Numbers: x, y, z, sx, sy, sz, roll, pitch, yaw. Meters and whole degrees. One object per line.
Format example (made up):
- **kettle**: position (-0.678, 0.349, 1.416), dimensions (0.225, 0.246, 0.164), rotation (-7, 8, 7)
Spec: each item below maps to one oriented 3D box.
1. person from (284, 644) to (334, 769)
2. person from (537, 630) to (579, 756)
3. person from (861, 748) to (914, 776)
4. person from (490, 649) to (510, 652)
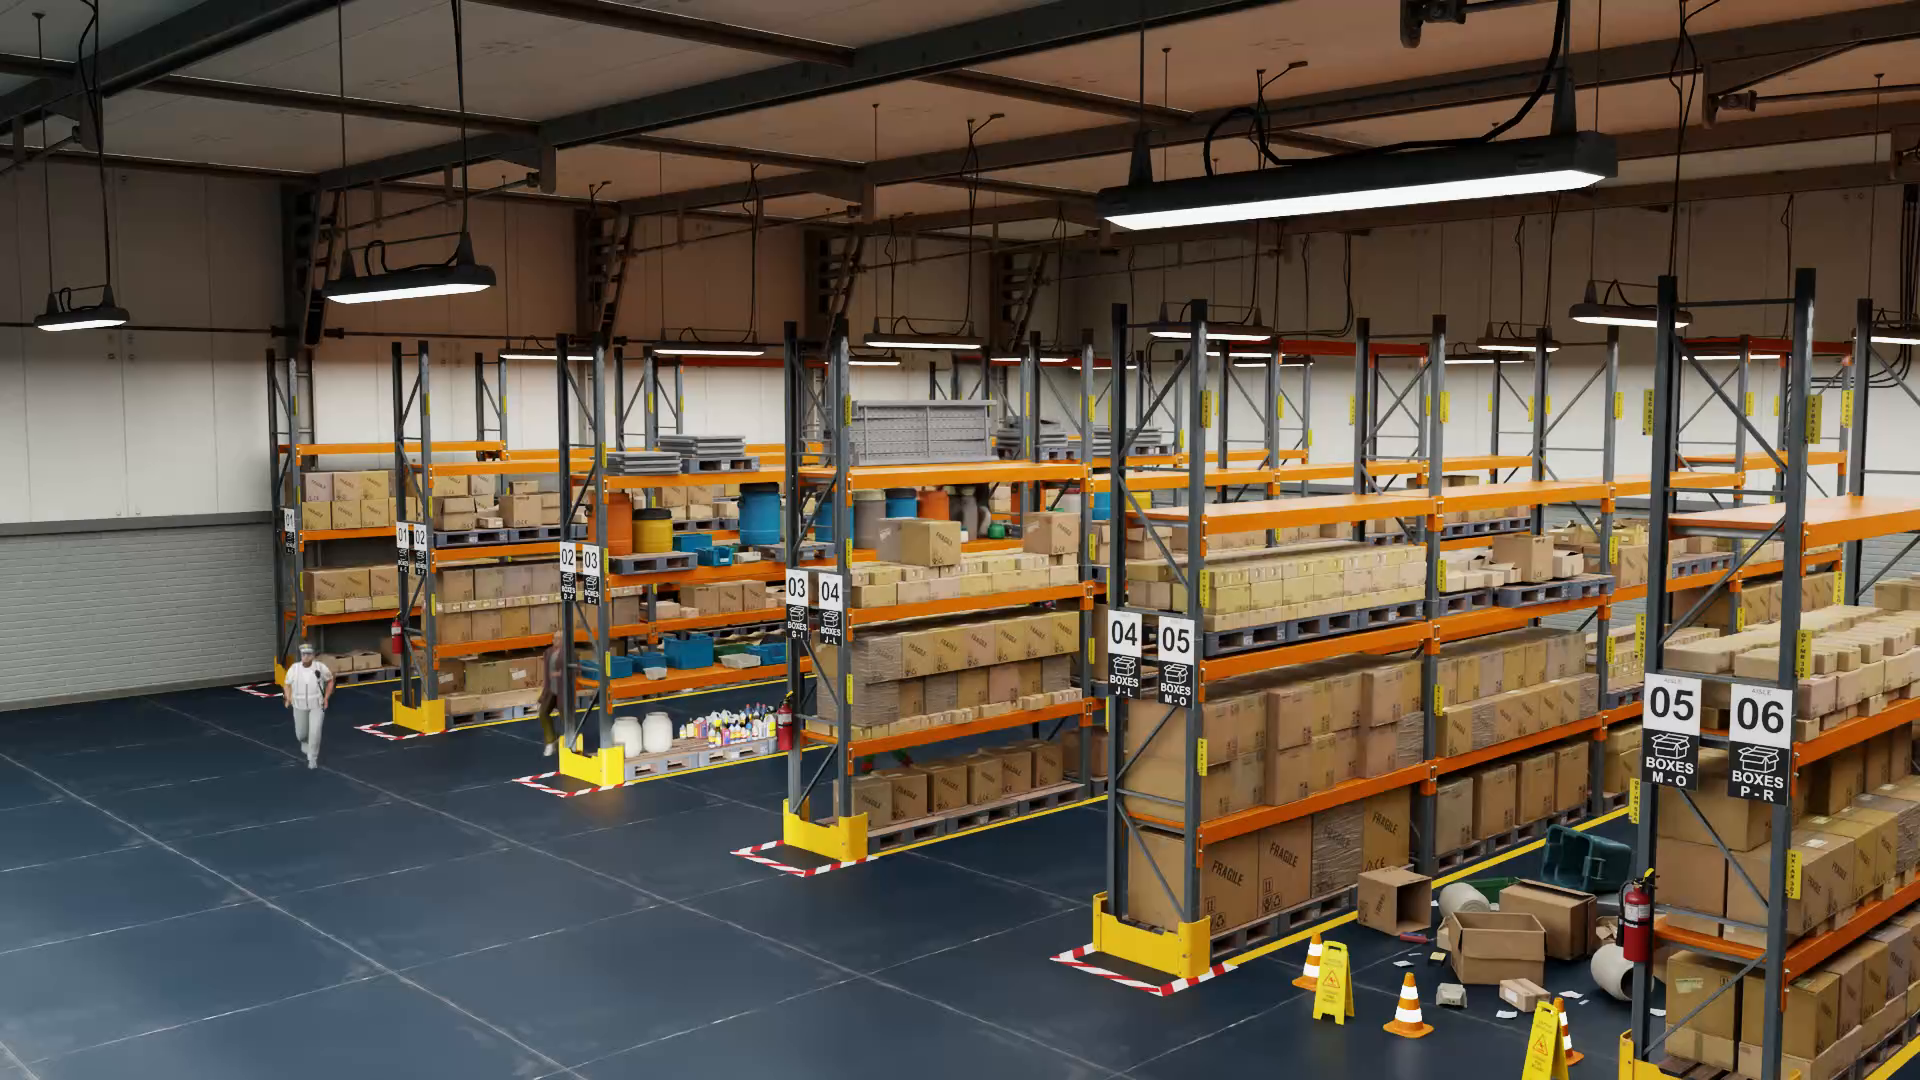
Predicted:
- **person**: position (-9.107, 2.291, 23.293), dimensions (0.654, 1.740, 0.754), rotation (-1, 5, -16)
- **person**: position (-5.793, 2.215, 24.011), dimensions (0.681, 1.837, 0.829), rotation (1, 5, 15)
- **person**: position (-0.927, 2.415, 21.621), dimensions (0.622, 1.836, 1.011), rotation (4, 7, 42)
- **person**: position (-7.920, 1.834, 28.697), dimensions (0.650, 1.688, 0.610), rotation (4, 6, 38)
